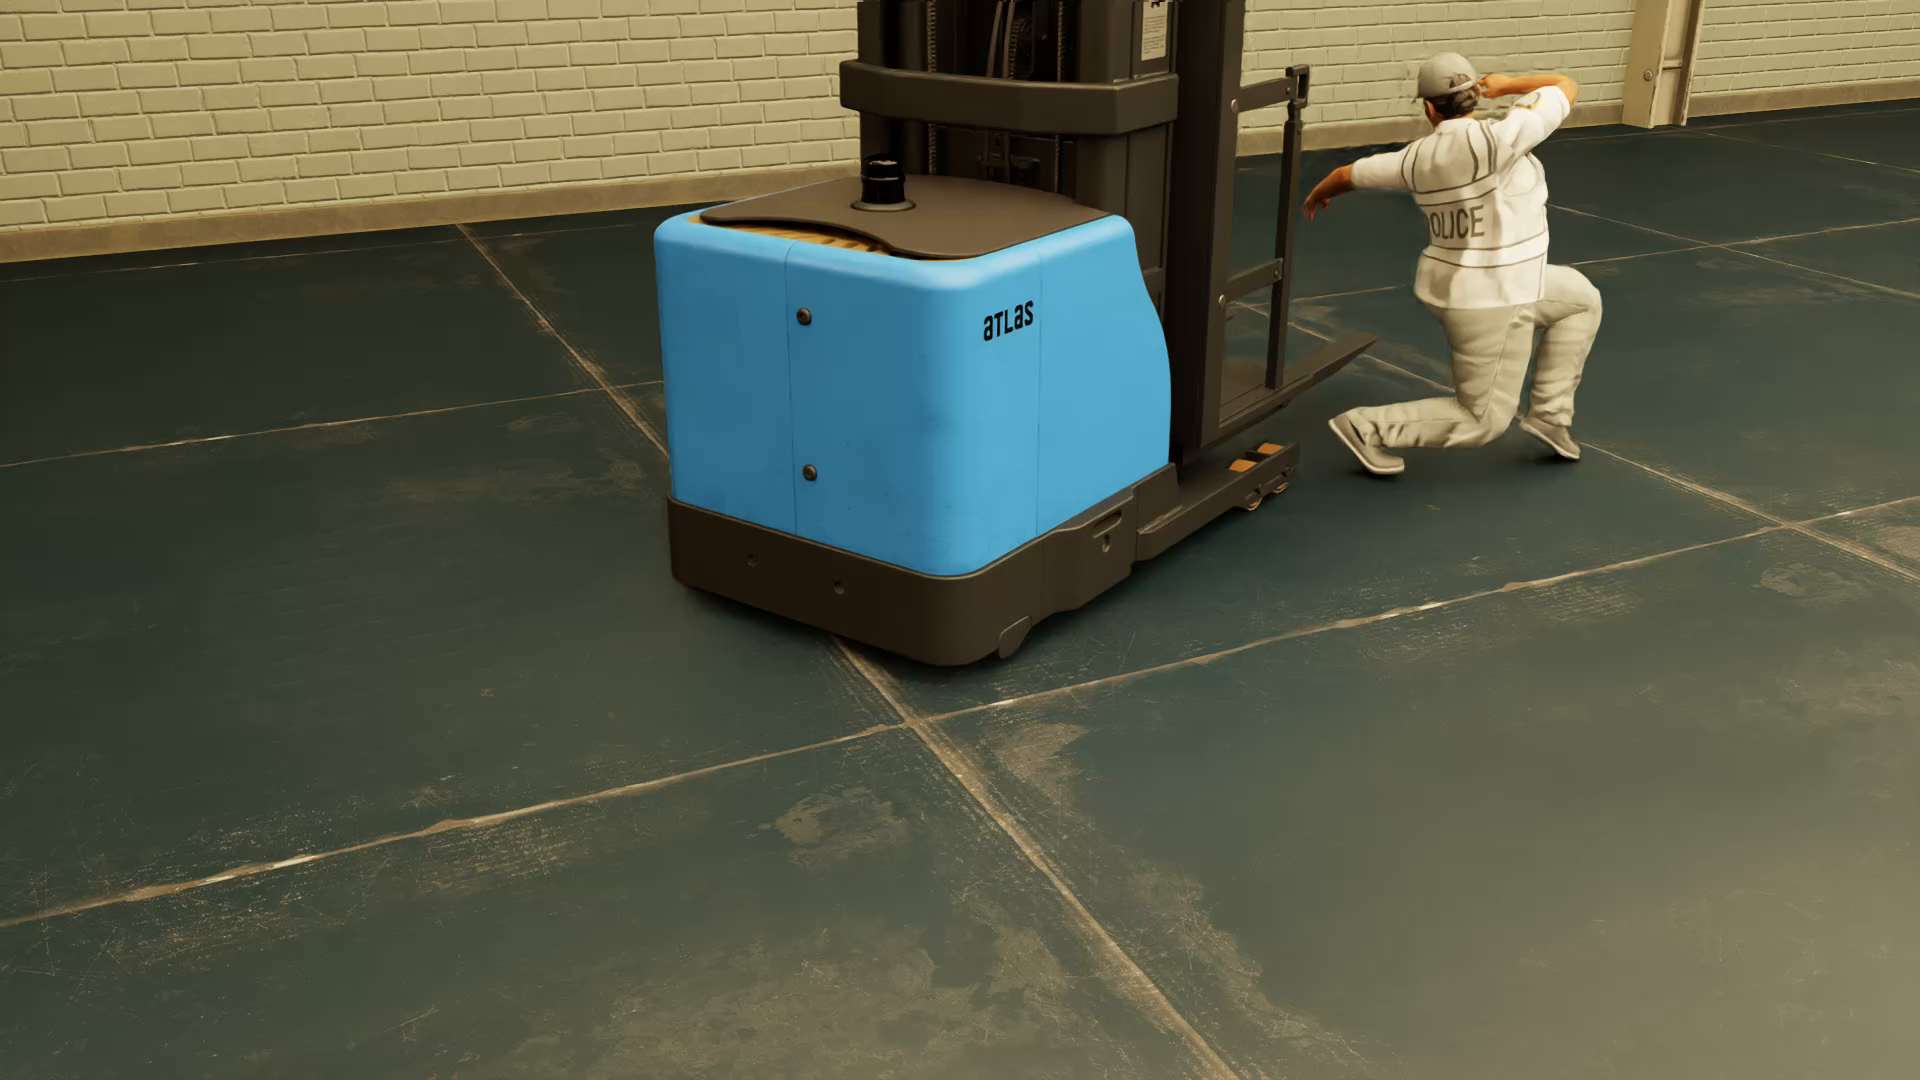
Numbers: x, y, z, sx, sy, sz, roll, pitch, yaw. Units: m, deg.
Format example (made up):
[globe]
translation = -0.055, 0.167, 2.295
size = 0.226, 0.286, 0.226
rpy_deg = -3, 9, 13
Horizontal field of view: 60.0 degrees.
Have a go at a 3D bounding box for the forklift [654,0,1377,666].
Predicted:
[forklift]
translation = 0.456, -1.543, 5.001
size = 1.130, 2.935, 3.031
rpy_deg = 16, 27, 33

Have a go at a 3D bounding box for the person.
[person]
translation = 1.669, -0.953, 5.618
size = 0.922, 1.372, 0.923
rpy_deg = -4, 23, -10
